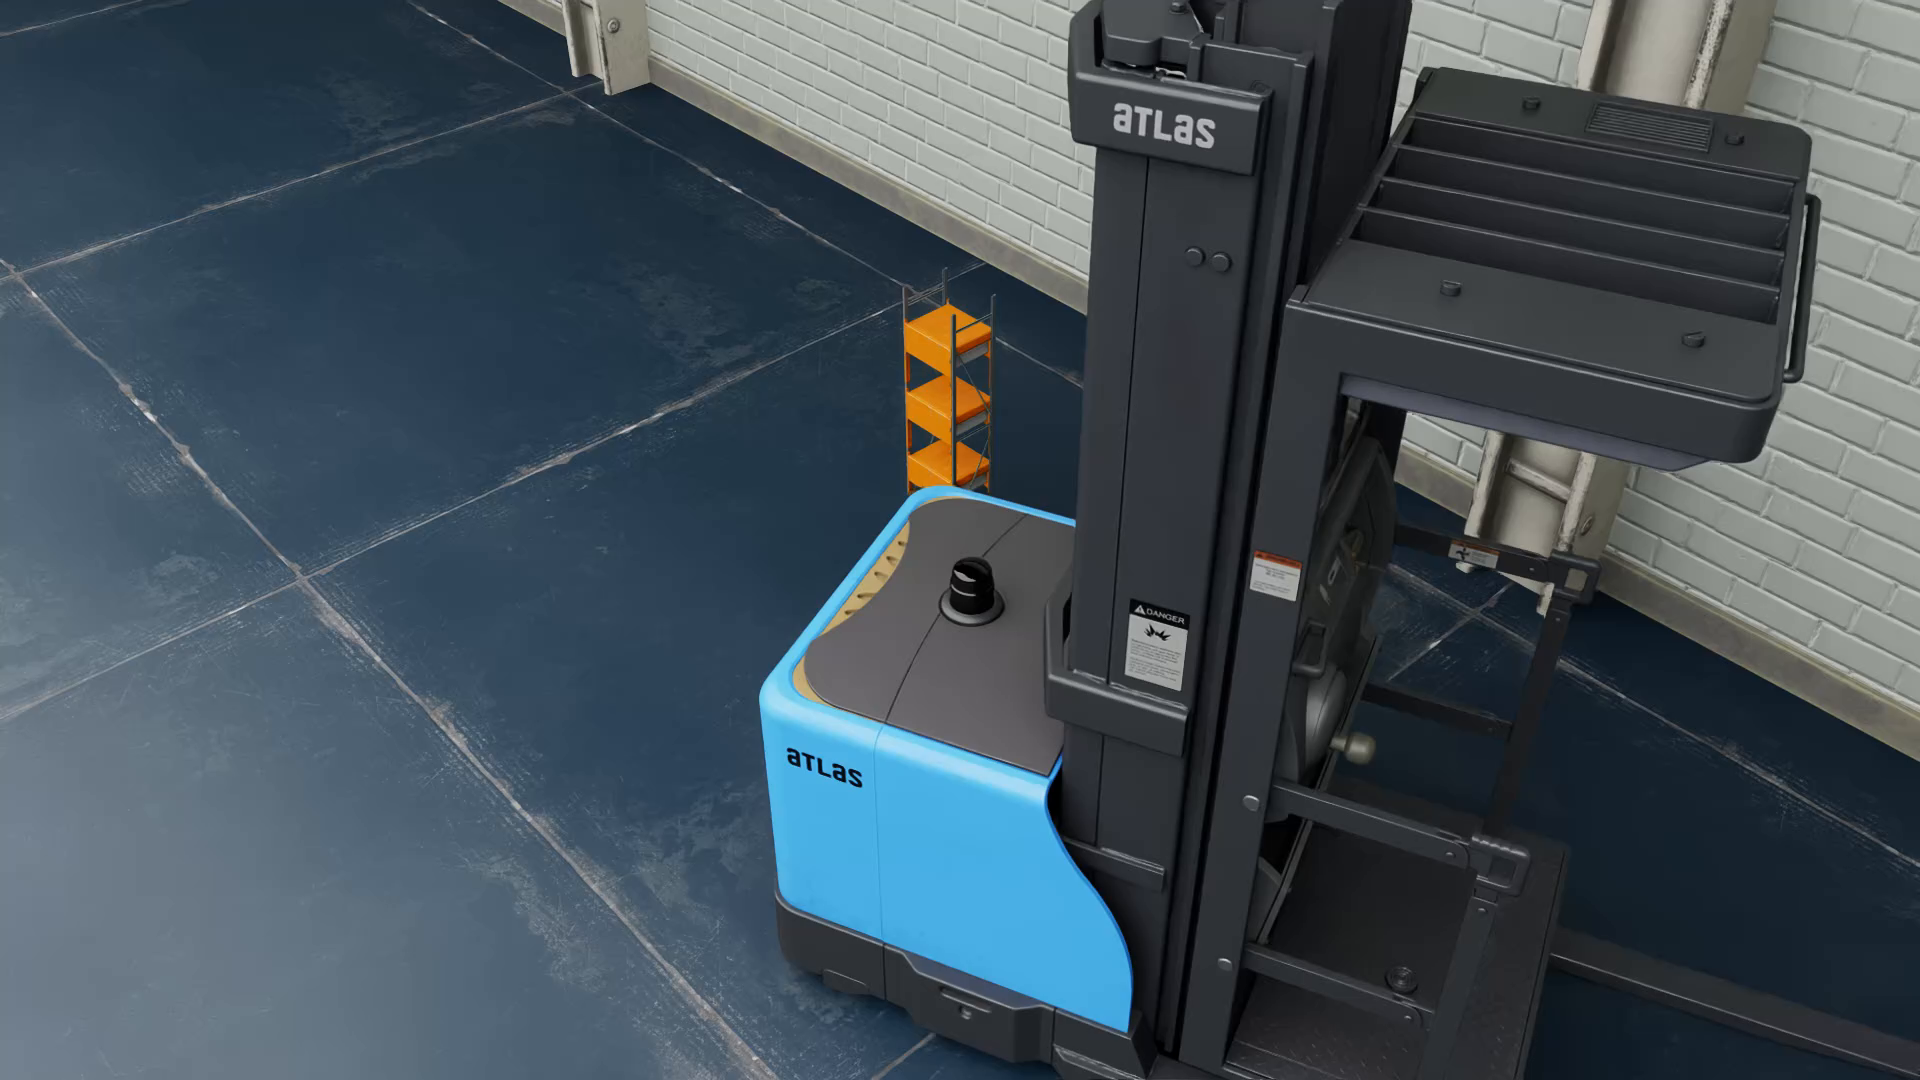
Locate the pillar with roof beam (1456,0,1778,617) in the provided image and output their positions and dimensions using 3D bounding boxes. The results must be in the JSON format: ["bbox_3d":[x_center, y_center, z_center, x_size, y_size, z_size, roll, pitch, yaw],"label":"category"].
[{"bbox_3d":[-1.100,-1.548,1.005,9.100,9.000,0.400,-30,48,-32],"label":"pillar with roof beam"}]

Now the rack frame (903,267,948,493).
[{"bbox_3d":[-0.119,-0.490,6.021,0.200,1.050,0.008,-30,48,-32],"label":"rack frame"}]

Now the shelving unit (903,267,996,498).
[{"bbox_3d":[-0.036,-0.433,5.951,0.215,1.050,0.252,-30,48,-32],"label":"shelving unit"}]

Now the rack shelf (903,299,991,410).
[{"bbox_3d":[-0.036,-0.646,5.779,0.215,0.259,0.240,-30,48,-32],"label":"rack shelf"}]

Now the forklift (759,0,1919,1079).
[{"bbox_3d":[1.048,0.176,3.700,3.031,2.935,1.130,16,42,19],"label":"forklift"}]

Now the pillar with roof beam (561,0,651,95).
[{"bbox_3d":[-5.158,-4.325,4.443,9.100,9.000,0.400,-30,48,-32],"label":"pillar with roof beam"}]

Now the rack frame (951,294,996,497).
[{"bbox_3d":[0.046,-0.377,5.881,0.200,1.050,0.008,-30,48,-32],"label":"rack frame"}]

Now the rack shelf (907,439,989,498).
[{"bbox_3d":[-0.036,-0.209,6.132,0.215,0.259,0.240,-30,48,-32],"label":"rack shelf"}]

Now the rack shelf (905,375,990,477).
[{"bbox_3d":[-0.036,-0.425,5.957,0.215,0.259,0.240,-30,48,-32],"label":"rack shelf"}]
